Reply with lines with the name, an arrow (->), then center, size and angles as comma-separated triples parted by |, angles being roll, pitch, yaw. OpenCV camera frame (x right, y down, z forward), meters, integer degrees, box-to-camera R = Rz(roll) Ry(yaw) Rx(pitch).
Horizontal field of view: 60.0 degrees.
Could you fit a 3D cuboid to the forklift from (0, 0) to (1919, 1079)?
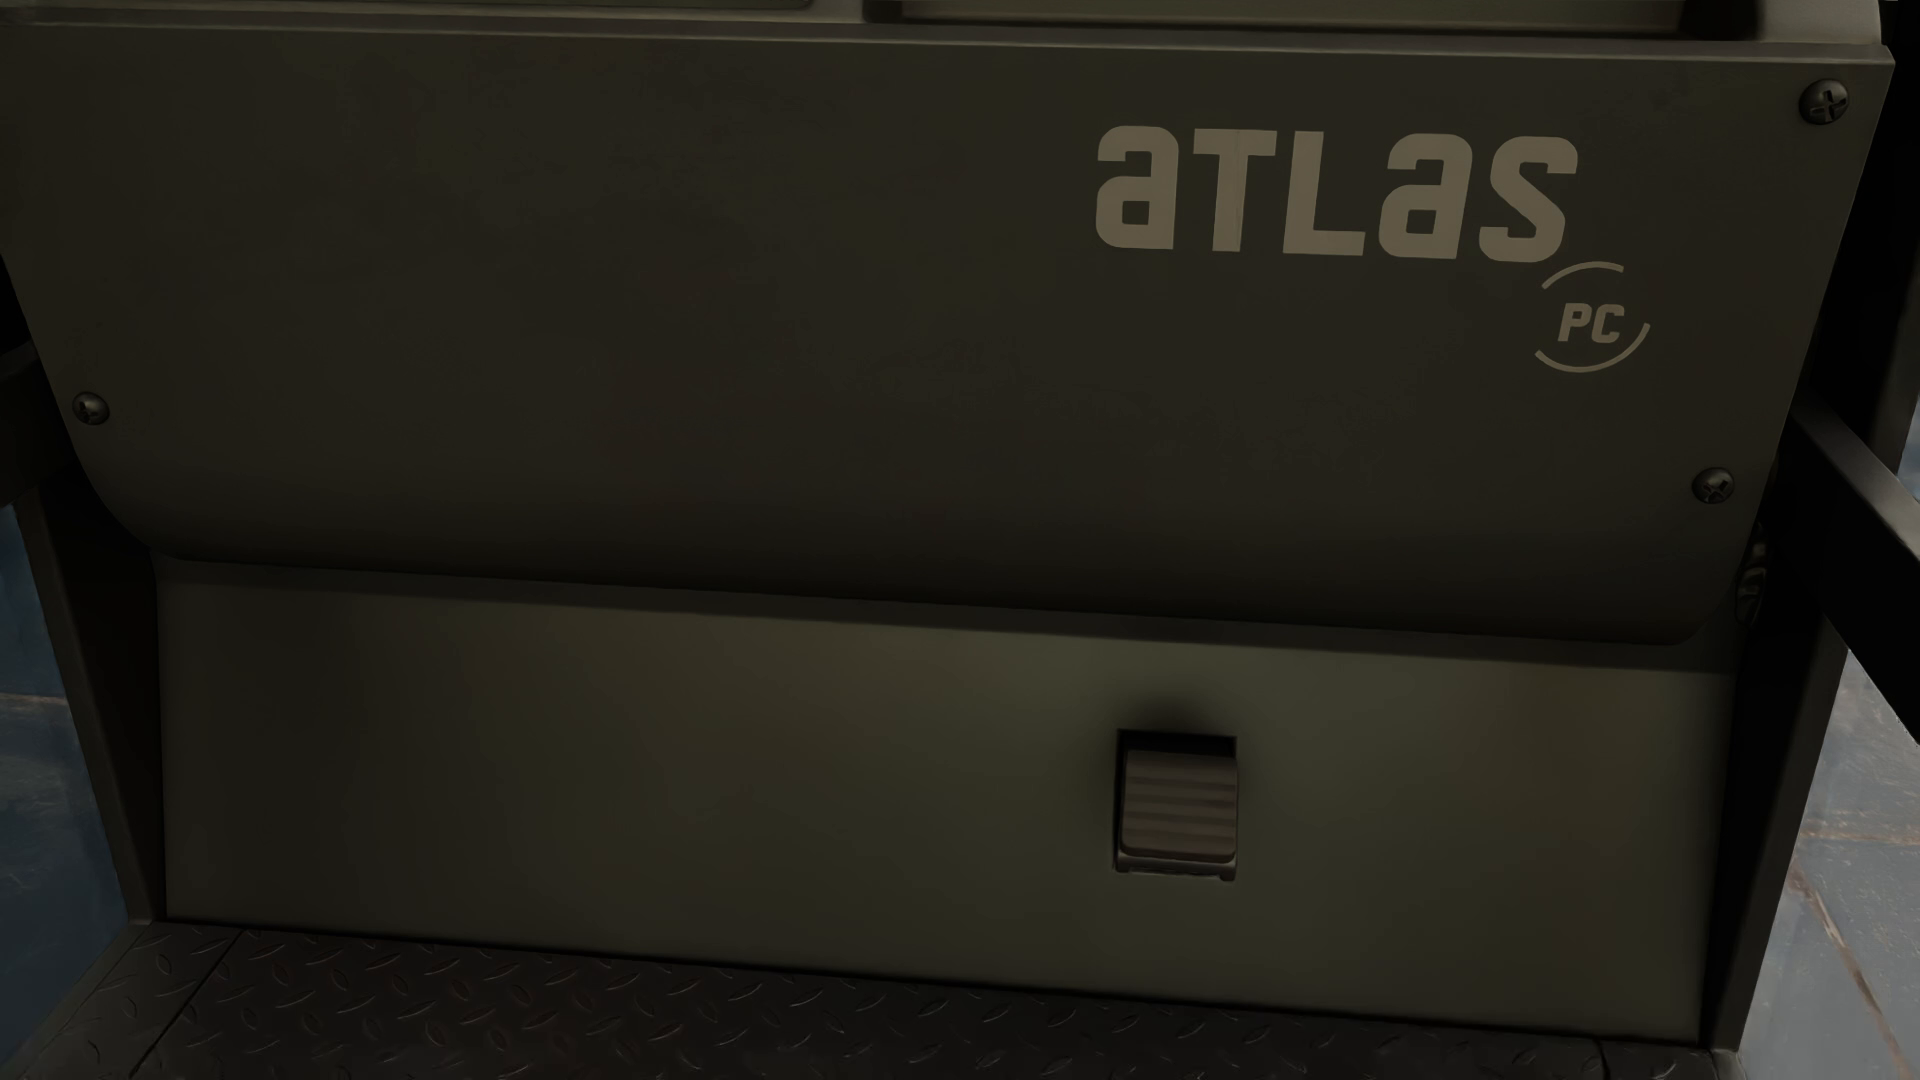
forklift -> -0.069, -0.607, 0.433 | 1.130, 2.935, 3.031 | 3, 27, 6
